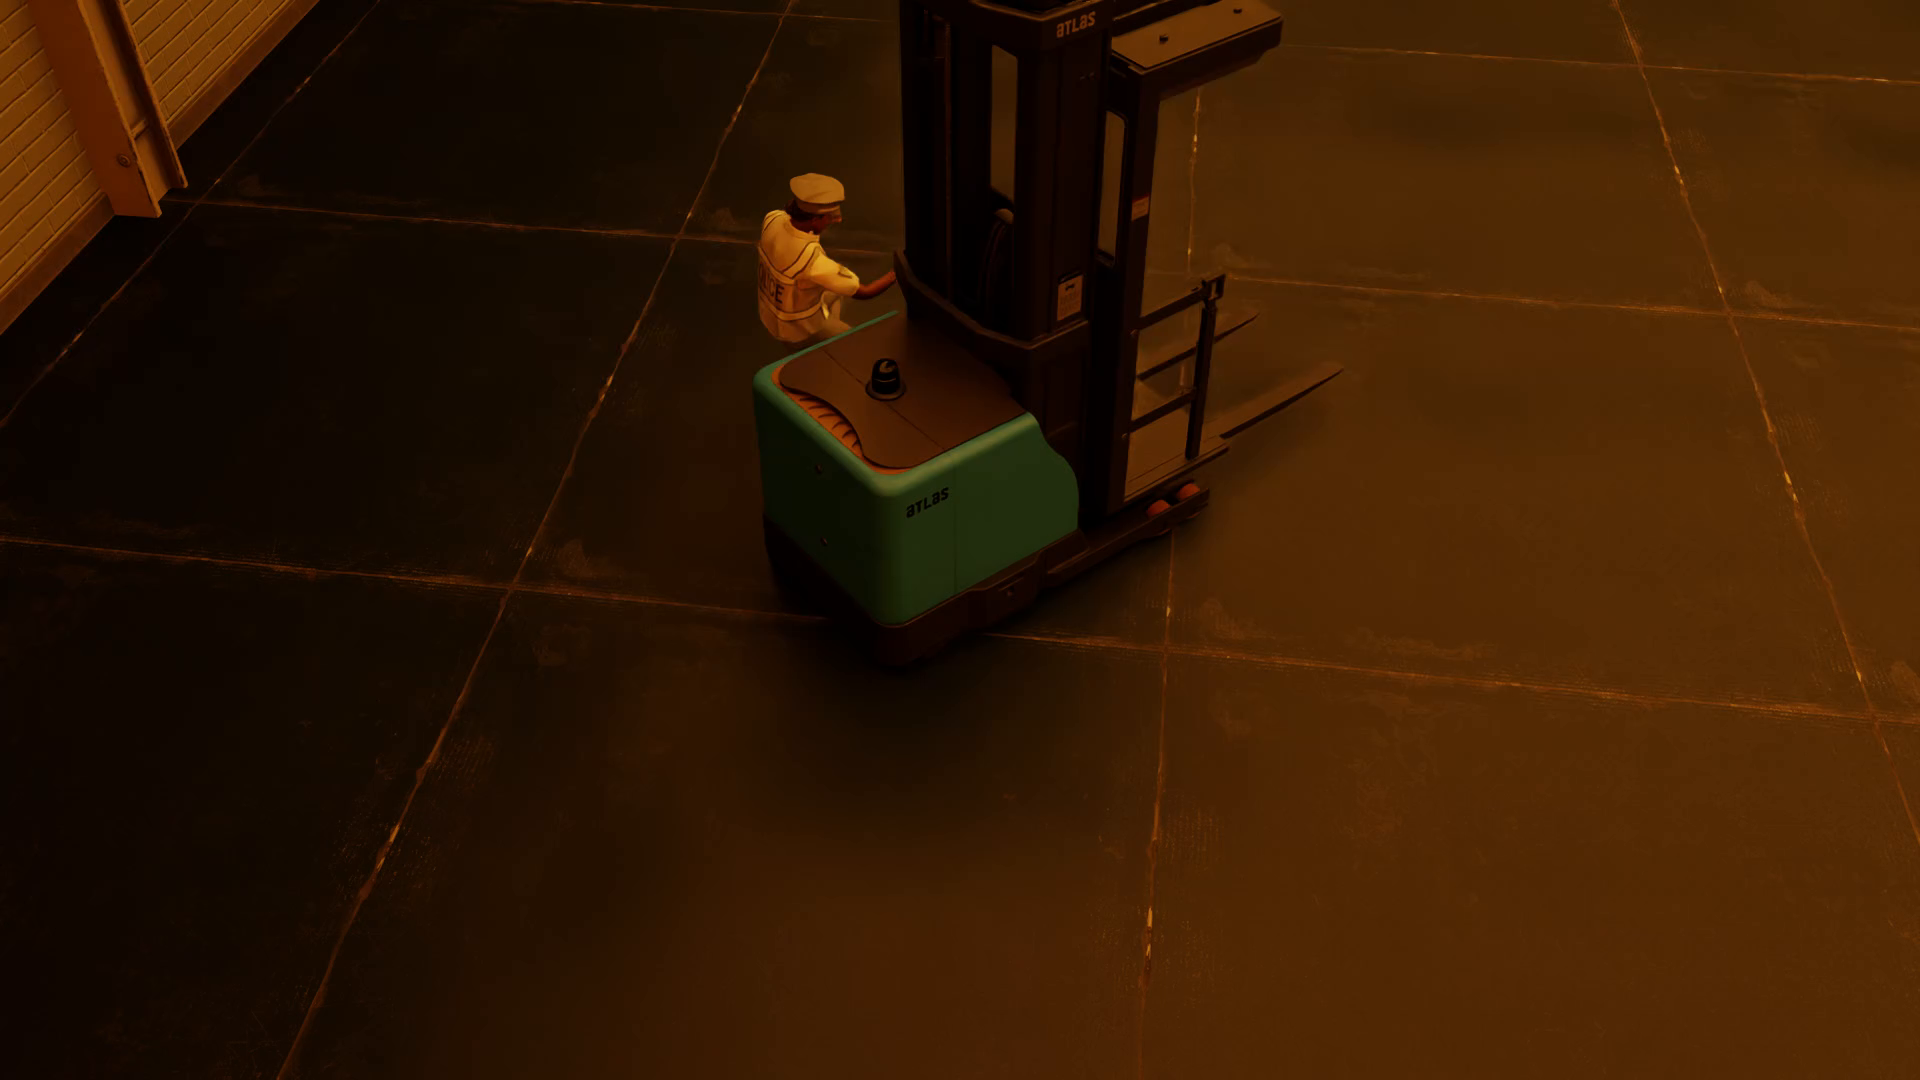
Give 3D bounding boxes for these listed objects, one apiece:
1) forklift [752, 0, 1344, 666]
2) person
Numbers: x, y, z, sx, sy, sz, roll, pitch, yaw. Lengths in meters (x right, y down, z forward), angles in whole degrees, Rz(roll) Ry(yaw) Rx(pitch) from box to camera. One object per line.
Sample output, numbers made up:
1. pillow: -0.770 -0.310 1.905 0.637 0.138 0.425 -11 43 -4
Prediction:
1. forklift: 0.574 -1.359 7.204 3.031 2.935 1.130 -28 49 -27
2. person: -0.576 -1.159 8.080 0.751 1.442 0.858 -22 47 -22
